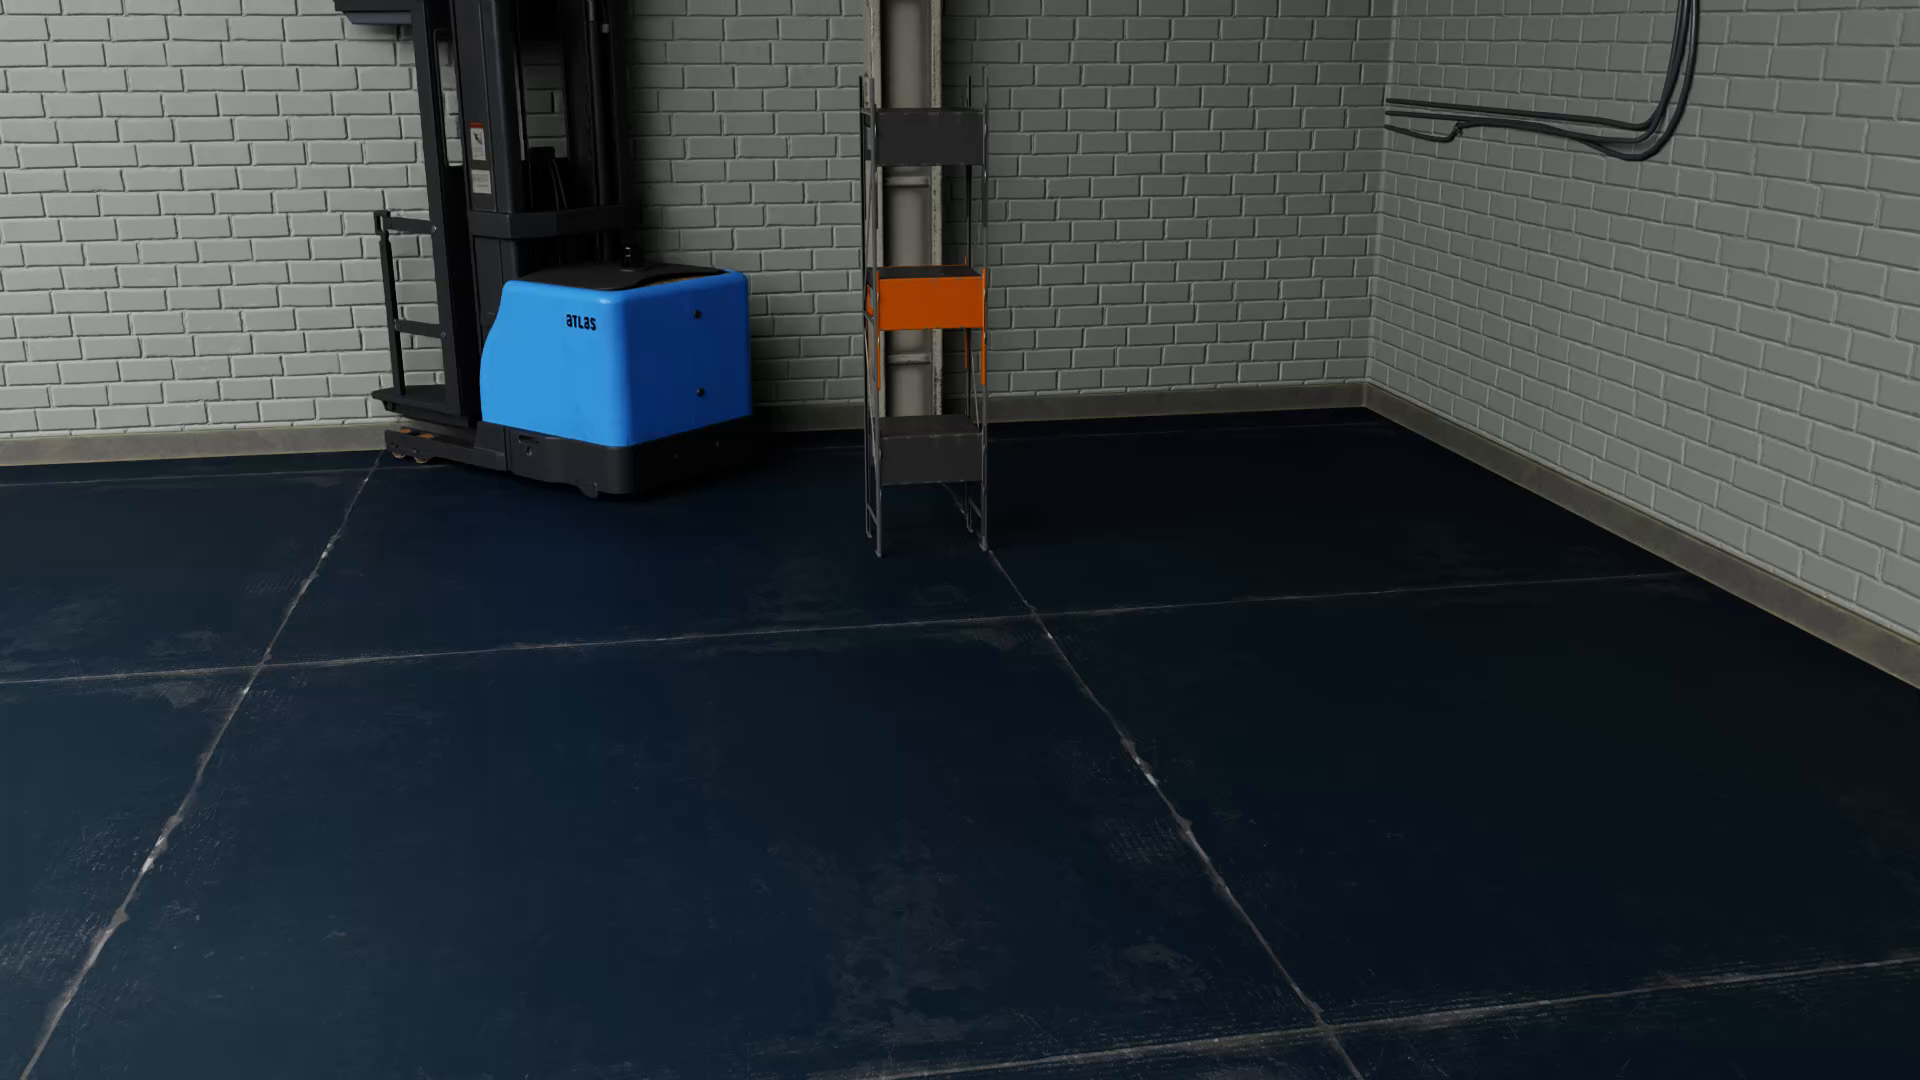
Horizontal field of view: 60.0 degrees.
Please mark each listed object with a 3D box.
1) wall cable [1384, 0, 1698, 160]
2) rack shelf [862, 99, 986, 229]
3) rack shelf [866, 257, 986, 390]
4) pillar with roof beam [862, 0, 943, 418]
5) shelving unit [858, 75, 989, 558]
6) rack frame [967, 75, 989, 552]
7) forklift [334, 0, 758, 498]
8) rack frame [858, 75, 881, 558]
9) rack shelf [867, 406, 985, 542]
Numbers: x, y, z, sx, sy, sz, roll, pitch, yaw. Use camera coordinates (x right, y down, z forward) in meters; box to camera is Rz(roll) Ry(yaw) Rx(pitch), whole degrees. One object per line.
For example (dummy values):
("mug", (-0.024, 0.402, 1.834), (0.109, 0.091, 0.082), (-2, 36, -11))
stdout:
("wall cable", (2.821, -3.249, 8.351), (0.112, 2.526, 3.097), (-3, 17, -10))
("rack shelf", (-0.163, -1.651, 7.272), (0.480, 0.518, 0.431), (-3, 17, -10))
("rack shelf", (-0.162, -0.981, 7.478), (0.480, 0.518, 0.431), (-3, 17, -10))
("pillar with roof beam", (0.494, -3.709, 4.562), (0.400, 9.000, 9.100), (-3, 17, -10))
("shelving unit", (-0.163, -0.995, 7.474), (0.503, 2.100, 0.431), (-3, 17, -10))
("rack frame", (0.077, -1.008, 7.518), (0.015, 2.100, 0.400), (-3, 17, -10))
("forklift", (-2.593, -1.933, 9.114), (3.031, 2.935, 1.130), (12, 21, 34))
("rack frame", (-0.402, -0.981, 7.429), (0.015, 2.100, 0.400), (-3, 17, -10))
("rack shelf", (-0.162, -0.312, 7.683), (0.480, 0.518, 0.431), (-3, 17, -10))
